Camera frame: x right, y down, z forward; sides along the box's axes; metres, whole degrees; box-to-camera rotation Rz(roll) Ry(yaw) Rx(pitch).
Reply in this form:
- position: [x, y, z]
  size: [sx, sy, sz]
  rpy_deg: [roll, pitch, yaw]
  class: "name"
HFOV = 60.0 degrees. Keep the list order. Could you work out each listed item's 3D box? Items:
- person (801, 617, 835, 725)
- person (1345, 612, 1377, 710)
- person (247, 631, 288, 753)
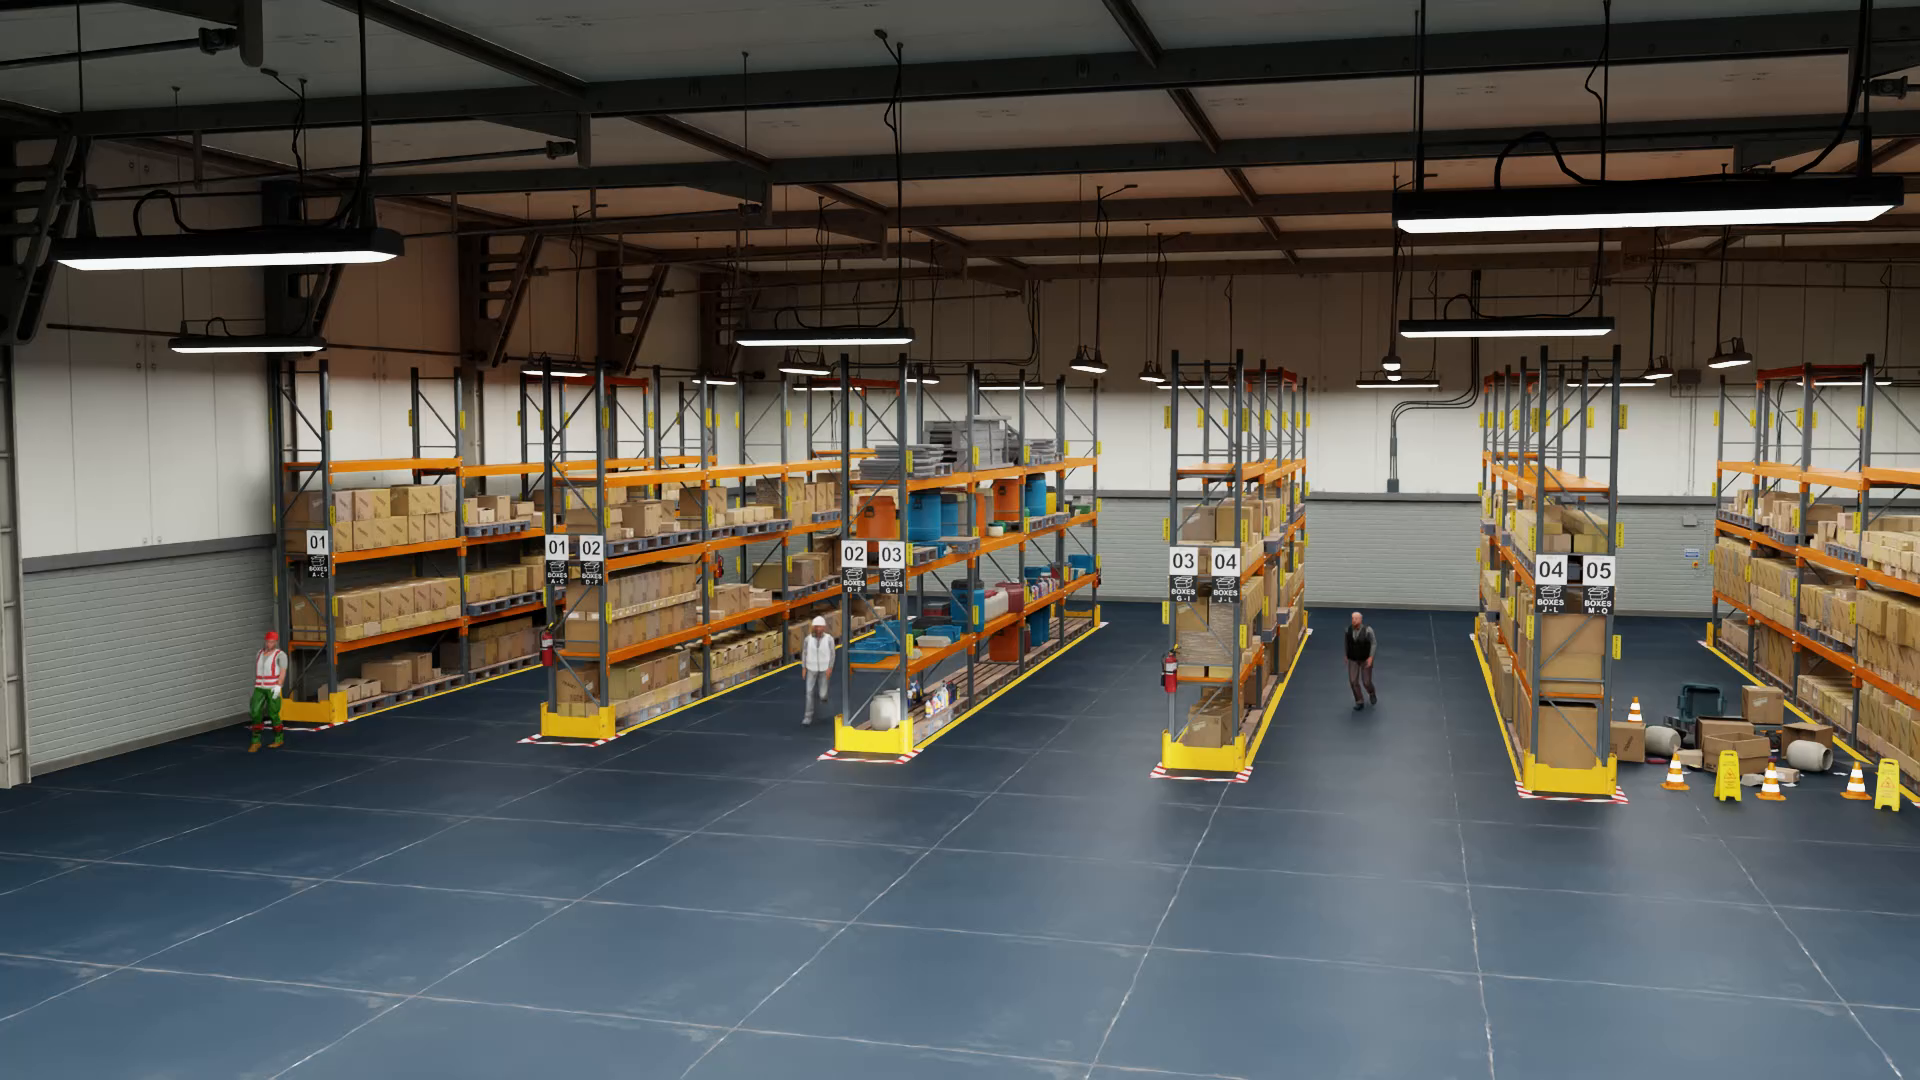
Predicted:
- position: [-2.344, 2.134, 27.528]
  size: [0.565, 1.731, 0.907]
  rpy_deg: [0, 4, -2]
  class: "person"
- position: [7.000, 2.081, 28.945]
  size: [0.597, 1.695, 0.652]
  rpy_deg: [3, 5, 32]
  class: "person"
- position: [-10.553, 2.315, 25.246]
  size: [0.563, 1.836, 0.605]
  rpy_deg: [1, 4, 9]
  class: "person"
